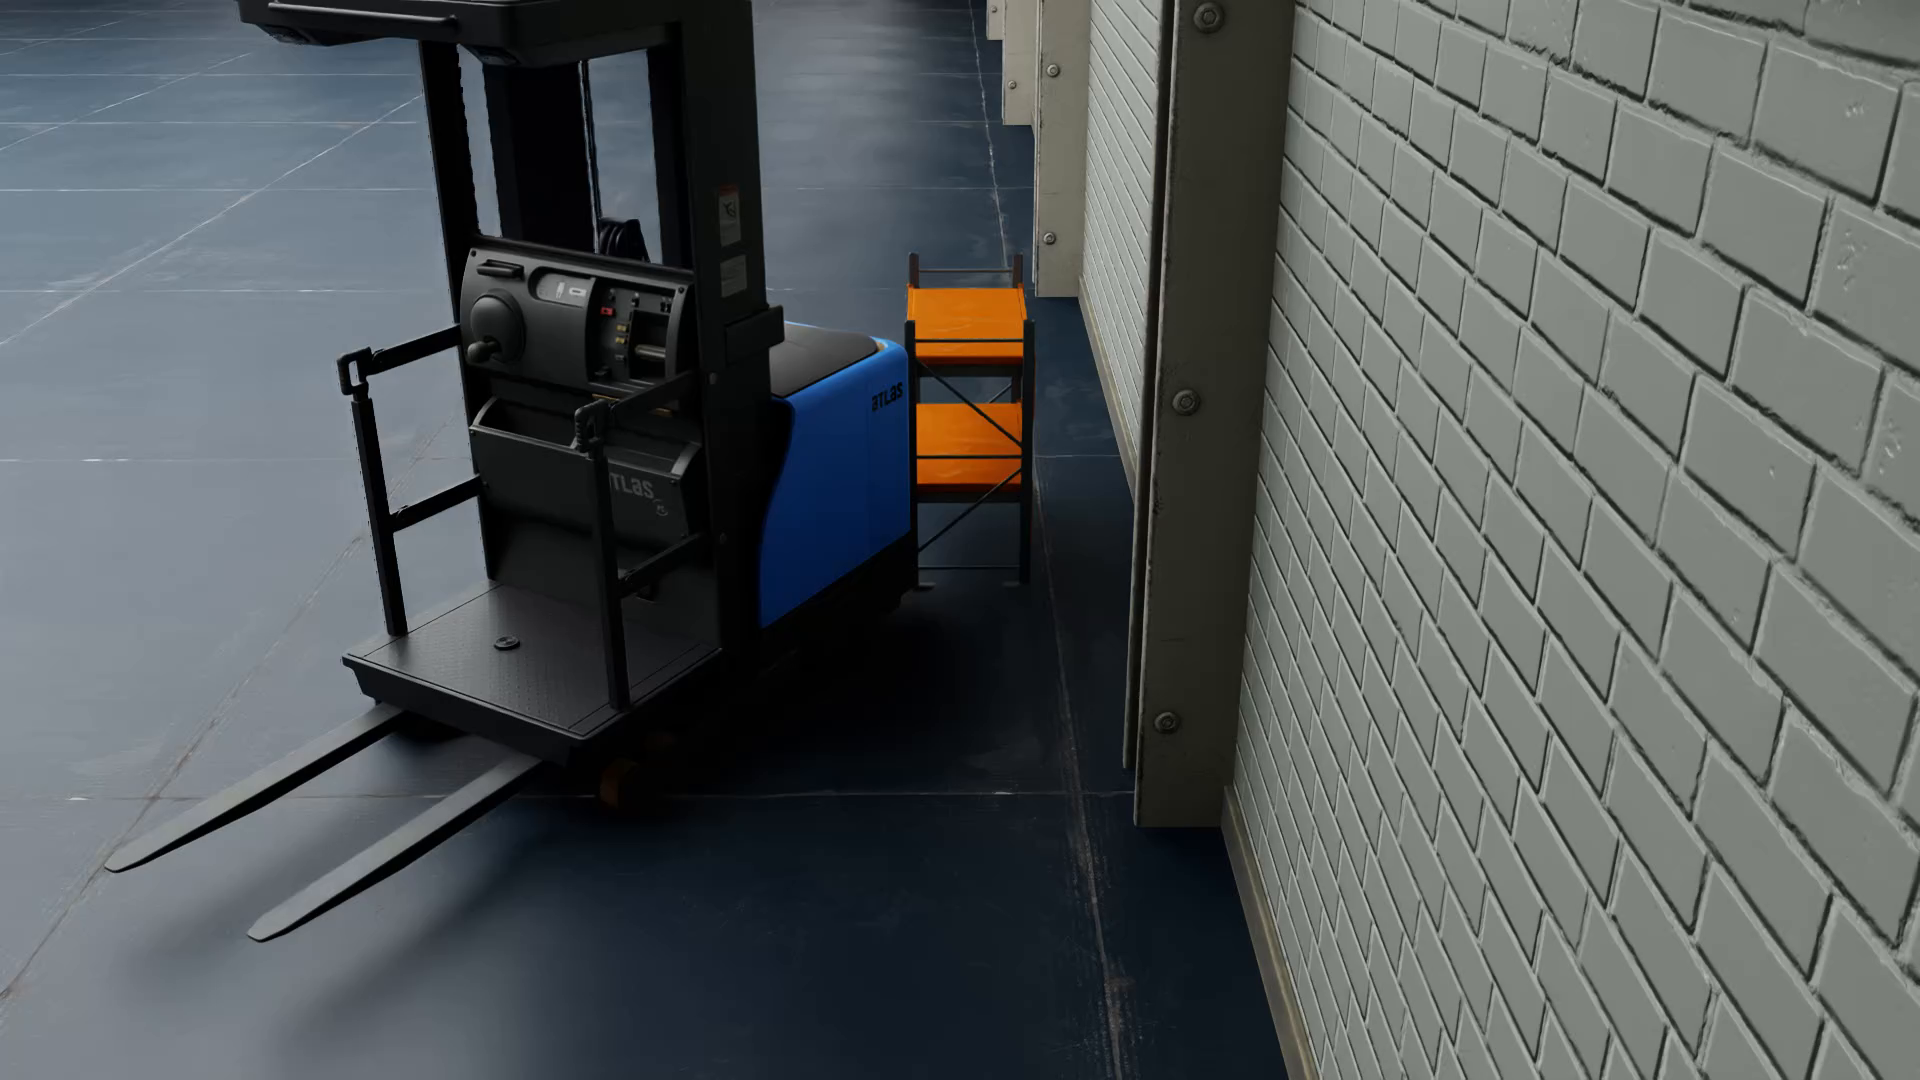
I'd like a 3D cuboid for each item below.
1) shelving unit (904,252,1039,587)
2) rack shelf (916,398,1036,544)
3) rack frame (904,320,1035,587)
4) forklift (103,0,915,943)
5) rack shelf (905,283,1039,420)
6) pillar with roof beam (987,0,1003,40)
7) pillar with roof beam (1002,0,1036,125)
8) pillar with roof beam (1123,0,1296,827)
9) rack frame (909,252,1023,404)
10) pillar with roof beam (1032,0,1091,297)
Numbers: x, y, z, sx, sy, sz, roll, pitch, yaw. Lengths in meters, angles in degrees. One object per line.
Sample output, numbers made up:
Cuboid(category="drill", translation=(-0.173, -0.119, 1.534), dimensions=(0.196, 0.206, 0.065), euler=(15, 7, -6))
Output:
Cuboid(category="shelving unit", translation=(0.031, -0.537, 7.072), dimensions=(0.538, 1.125, 1.048), euler=(0, 24, -1))
Cuboid(category="rack shelf", translation=(0.031, -0.314, 7.173), dimensions=(0.538, 0.278, 1.000), euler=(0, 24, -1))
Cuboid(category="rack frame", translation=(0.037, -0.327, 6.609), dimensions=(0.500, 1.125, 0.032), euler=(0, 24, -1))
Cuboid(category="forklift", translation=(-1.361, -0.683, 5.204), dimensions=(1.130, 2.935, 3.031), euler=(14, 28, 27))
Cuboid(category="rack shelf", translation=(0.031, -0.804, 6.951), dimensions=(0.538, 0.278, 1.000), euler=(0, 24, -1))
Cuboid(category="pillar with roof beam", translation=(-3.796, -10.675, 19.932), dimensions=(9.100, 9.000, 0.400), euler=(0, 24, -1))
Cuboid(category="pillar with roof beam", translation=(-3.731, -8.202, 14.466), dimensions=(9.100, 9.000, 0.400), euler=(0, 24, -1))
Cuboid(category="pillar with roof beam", translation=(-3.600, -3.258, 3.533), dimensions=(9.100, 9.000, 0.400), euler=(0, 24, -1))
Cuboid(category="rack frame", translation=(0.026, -0.746, 7.535), dimensions=(0.500, 1.125, 0.032), euler=(0, 24, -1))
Cuboid(category="pillar with roof beam", translation=(-3.665, -5.730, 8.999), dimensions=(9.100, 9.000, 0.400), euler=(0, 24, -1))
